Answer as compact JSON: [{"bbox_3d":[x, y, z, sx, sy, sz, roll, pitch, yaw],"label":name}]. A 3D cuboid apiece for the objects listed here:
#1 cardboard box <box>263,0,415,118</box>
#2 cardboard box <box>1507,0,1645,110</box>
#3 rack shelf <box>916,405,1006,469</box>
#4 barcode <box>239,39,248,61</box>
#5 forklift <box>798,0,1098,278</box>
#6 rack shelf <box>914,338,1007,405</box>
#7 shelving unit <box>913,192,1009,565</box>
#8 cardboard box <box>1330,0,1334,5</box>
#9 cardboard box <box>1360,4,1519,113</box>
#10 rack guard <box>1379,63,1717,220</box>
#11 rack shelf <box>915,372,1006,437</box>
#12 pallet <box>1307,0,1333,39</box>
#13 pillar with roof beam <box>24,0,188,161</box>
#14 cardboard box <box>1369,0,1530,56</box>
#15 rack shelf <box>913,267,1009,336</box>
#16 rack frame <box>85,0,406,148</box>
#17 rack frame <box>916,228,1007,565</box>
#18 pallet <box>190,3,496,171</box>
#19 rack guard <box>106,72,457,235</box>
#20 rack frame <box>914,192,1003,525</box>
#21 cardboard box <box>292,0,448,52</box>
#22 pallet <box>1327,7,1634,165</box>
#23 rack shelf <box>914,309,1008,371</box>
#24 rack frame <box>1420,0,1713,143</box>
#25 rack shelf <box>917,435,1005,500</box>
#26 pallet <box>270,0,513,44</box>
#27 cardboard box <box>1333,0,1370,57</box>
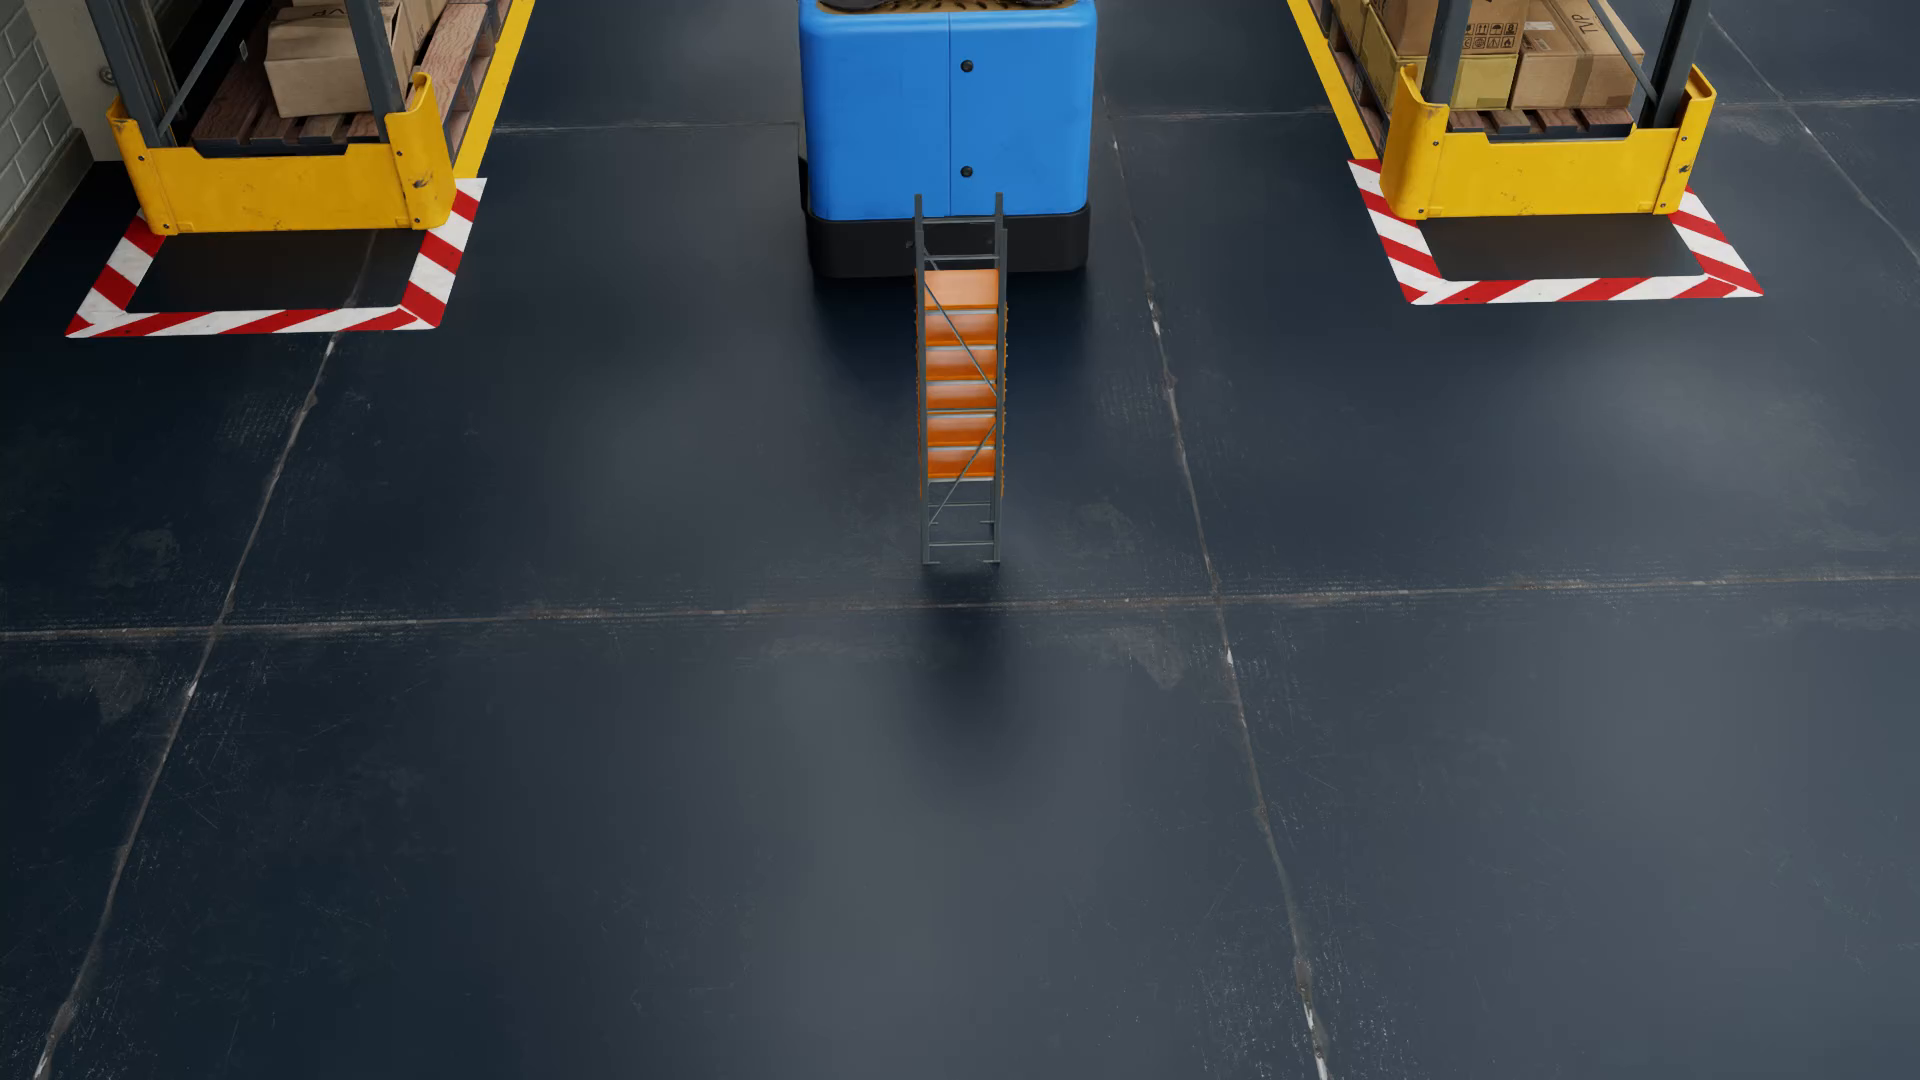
[{"bbox_3d":[-2.574,-2.029,6.908,0.500,0.311,0.500,-6,43,-7],"label":"cardboard box"},{"bbox_3d":[2.514,-2.043,6.983,0.500,0.250,0.500,-2,43,-2],"label":"cardboard box"},{"bbox_3d":[0.001,-0.311,4.945,0.258,0.103,0.180,-2,43,-2],"label":"rack shelf"},{"bbox_3d":[-2.975,-2.033,6.906,0.001,0.075,0.075,-2,43,-2],"label":"barcode"},{"bbox_3d":[-0.122,-3.042,6.400,1.130,2.935,3.031,-2,43,-3],"label":"forklift"},{"bbox_3d":[0.001,-0.488,4.783,0.258,0.103,0.180,-2,43,-2],"label":"rack shelf"},{"bbox_3d":[0.001,-0.433,4.834,0.258,1.200,0.189,-2,43,-2],"label":"shelving unit"},{"bbox_3d":[1.940,-2.703,7.703,0.500,0.250,0.500,-2,43,-2],"label":"cardboard box"},{"bbox_3d":[1.996,-2.028,6.967,0.500,0.250,0.500,-2,43,-2],"label":"cardboard box"},{"bbox_3d":[2.315,-1.596,6.621,1.175,0.500,0.348,-2,43,-2],"label":"rack guard"},{"bbox_3d":[0.001,-0.400,4.864,0.258,0.103,0.180,-2,43,-2],"label":"rack shelf"},{"bbox_3d":[2.191,-2.842,8.194,1.003,0.211,1.213,-2,43,-2],"label":"pallet"},{"bbox_3d":[0.772,-5.171,4.232,9.100,9.000,0.400,-2,43,-2],"label":"pillar with roof beam"},{"bbox_3d":[1.994,-2.304,6.713,0.500,0.500,0.500,-2,43,-2],"label":"cardboard box"},{"bbox_3d":[0.001,-0.665,4.621,0.258,0.103,0.180,-2,43,-2],"label":"rack shelf"},{"bbox_3d":[-2.635,-2.389,5.636,1.000,3.000,0.127,-2,43,-2],"label":"rack frame"},{"bbox_3d":[0.004,-0.371,4.767,0.240,1.200,0.006,-2,43,-2],"label":"rack frame"},{"bbox_3d":[-2.637,-1.961,7.234,1.003,0.211,1.213,-2,43,-2],"label":"pallet"},{"bbox_3d":[-2.638,-1.518,6.537,1.175,0.500,0.348,-2,43,-2],"label":"rack guard"},{"bbox_3d":[-0.003,-0.494,4.901,0.240,1.200,0.006,-2,43,-2],"label":"rack frame"},{"bbox_3d":[-2.599,-2.414,7.328,0.500,0.311,0.500,2,43,2],"label":"cardboard box"},{"bbox_3d":[2.240,-2.020,7.298,1.003,0.211,1.213,-2,43,-2],"label":"pallet"},{"bbox_3d":[0.001,-0.577,4.702,0.258,0.103,0.180,-2,43,-2],"label":"rack shelf"},{"bbox_3d":[2.314,-2.533,5.794,1.000,3.000,0.127,-2,43,-2],"label":"rack frame"},{"bbox_3d":[0.001,-0.223,5.026,0.258,0.103,0.180,-2,43,-2],"label":"rack shelf"},{"bbox_3d":[-2.686,-2.783,8.130,1.003,0.211,1.213,-2,43,-2],"label":"pallet"},{"bbox_3d":[1.963,-2.365,7.335,0.500,0.250,0.500,-2,43,-2],"label":"cardboard box"}]
